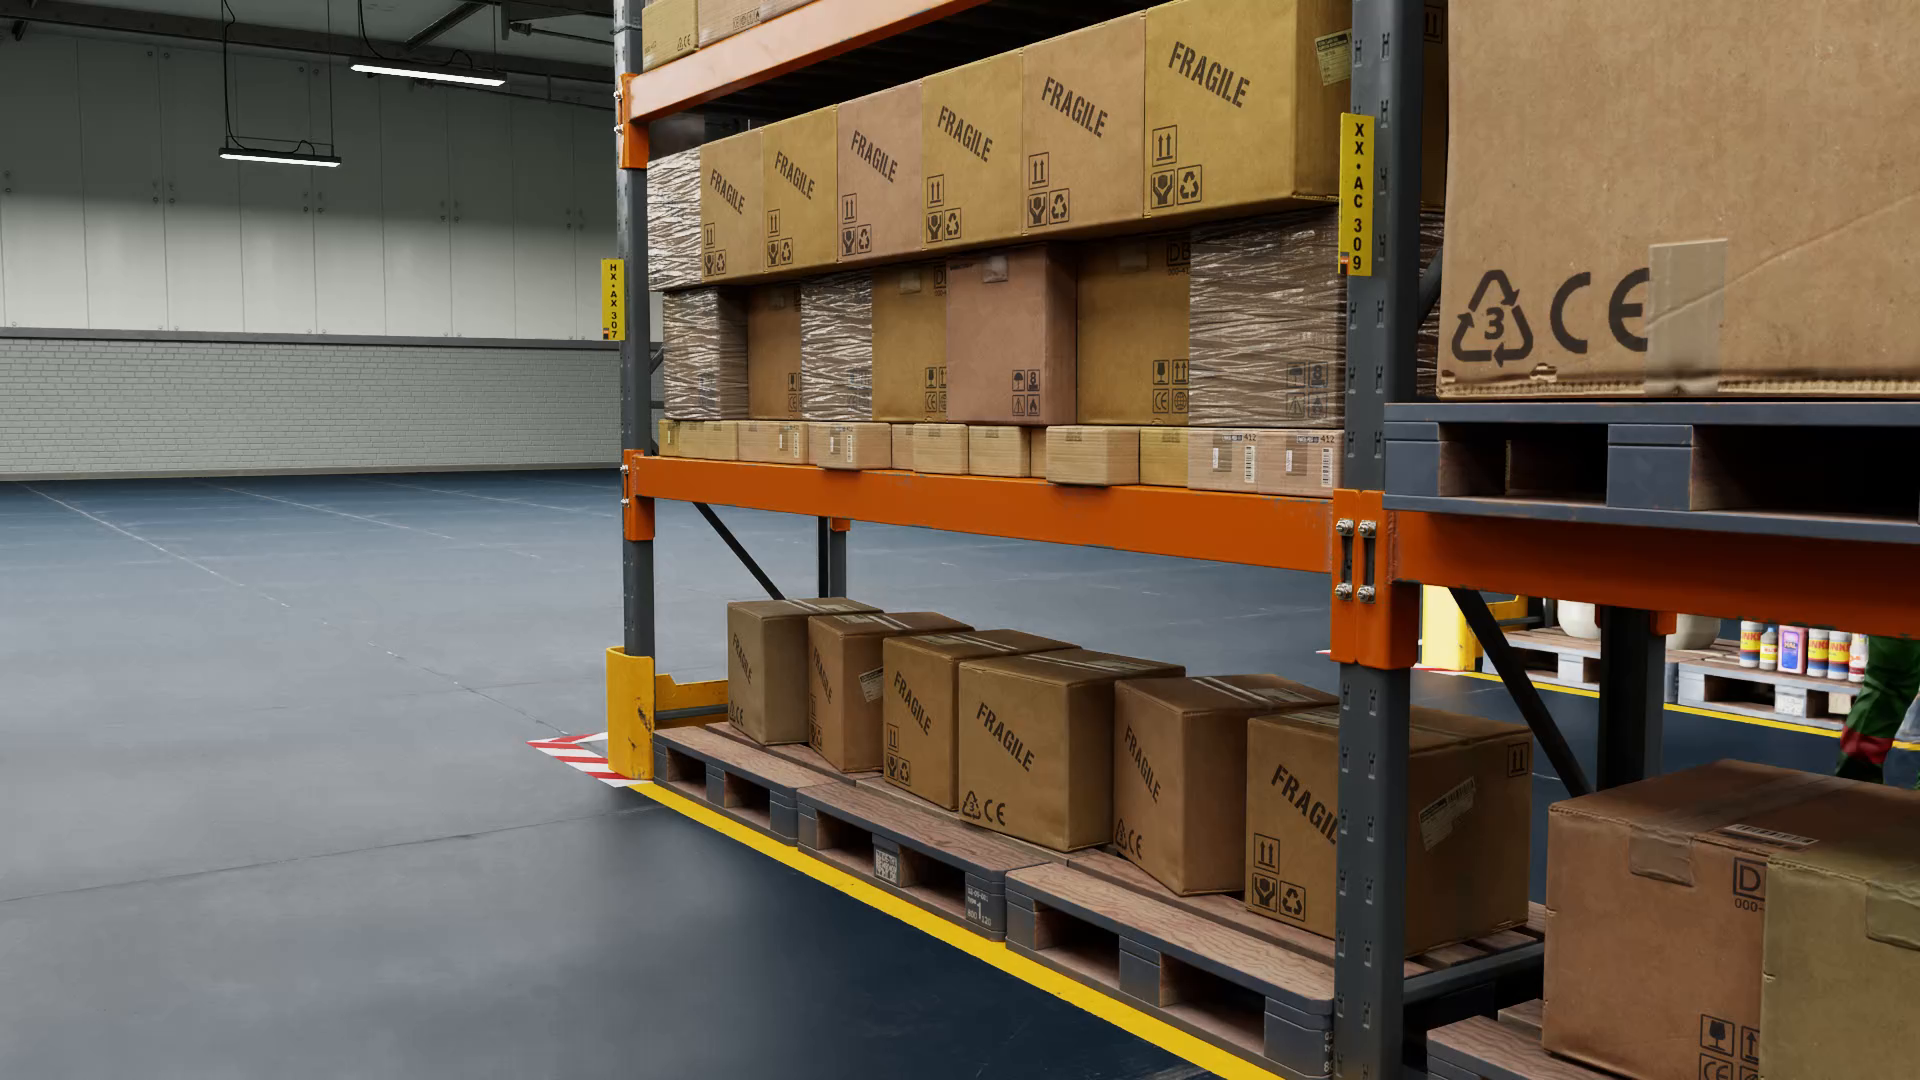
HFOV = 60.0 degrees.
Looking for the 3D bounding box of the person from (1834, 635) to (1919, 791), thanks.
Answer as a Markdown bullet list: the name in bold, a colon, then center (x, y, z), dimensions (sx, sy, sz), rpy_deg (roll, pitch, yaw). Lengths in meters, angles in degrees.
- **person**: center (3.288, 0.156, 5.662), dimensions (0.505, 1.841, 0.589), rpy_deg (4, 6, 41)
